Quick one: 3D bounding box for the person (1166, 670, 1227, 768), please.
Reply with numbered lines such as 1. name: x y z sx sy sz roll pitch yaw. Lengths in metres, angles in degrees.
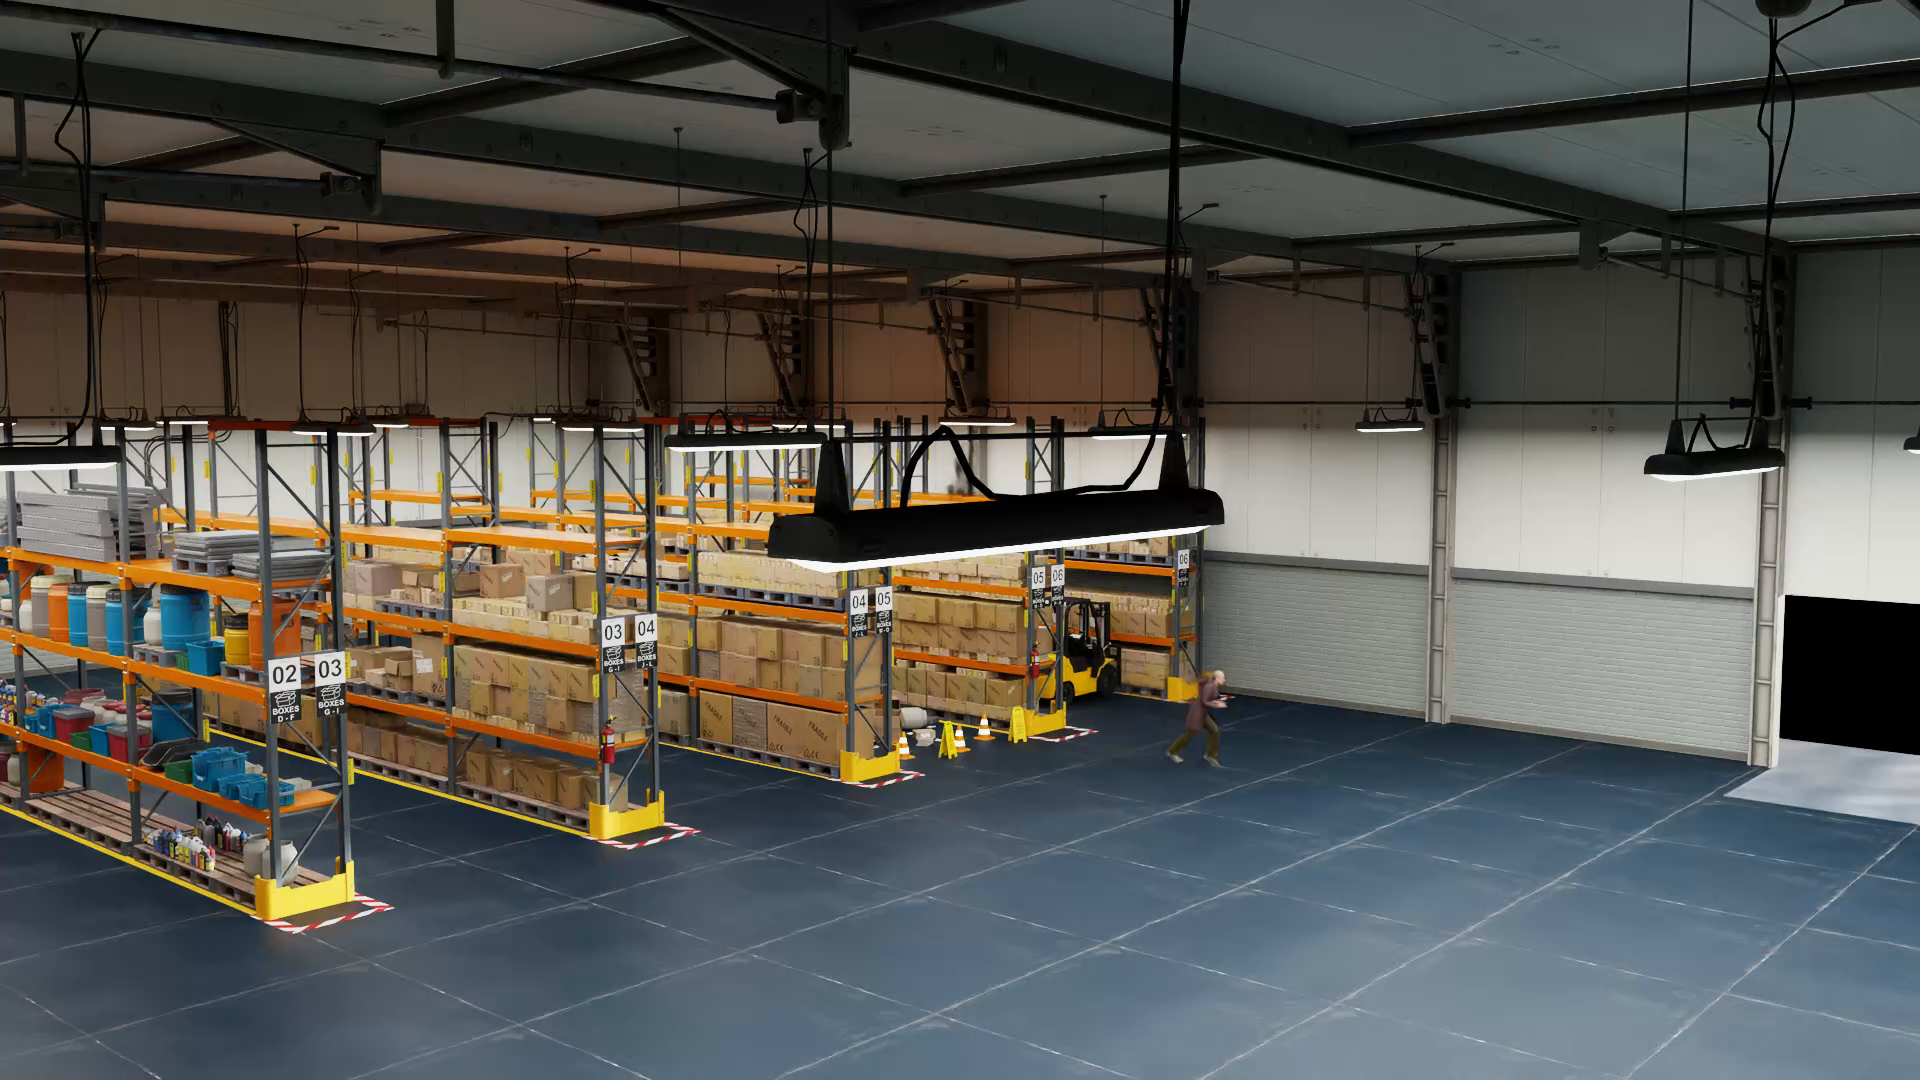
1. person: 4.116 3.115 28.929 1.068 1.743 0.752 1 5 16
